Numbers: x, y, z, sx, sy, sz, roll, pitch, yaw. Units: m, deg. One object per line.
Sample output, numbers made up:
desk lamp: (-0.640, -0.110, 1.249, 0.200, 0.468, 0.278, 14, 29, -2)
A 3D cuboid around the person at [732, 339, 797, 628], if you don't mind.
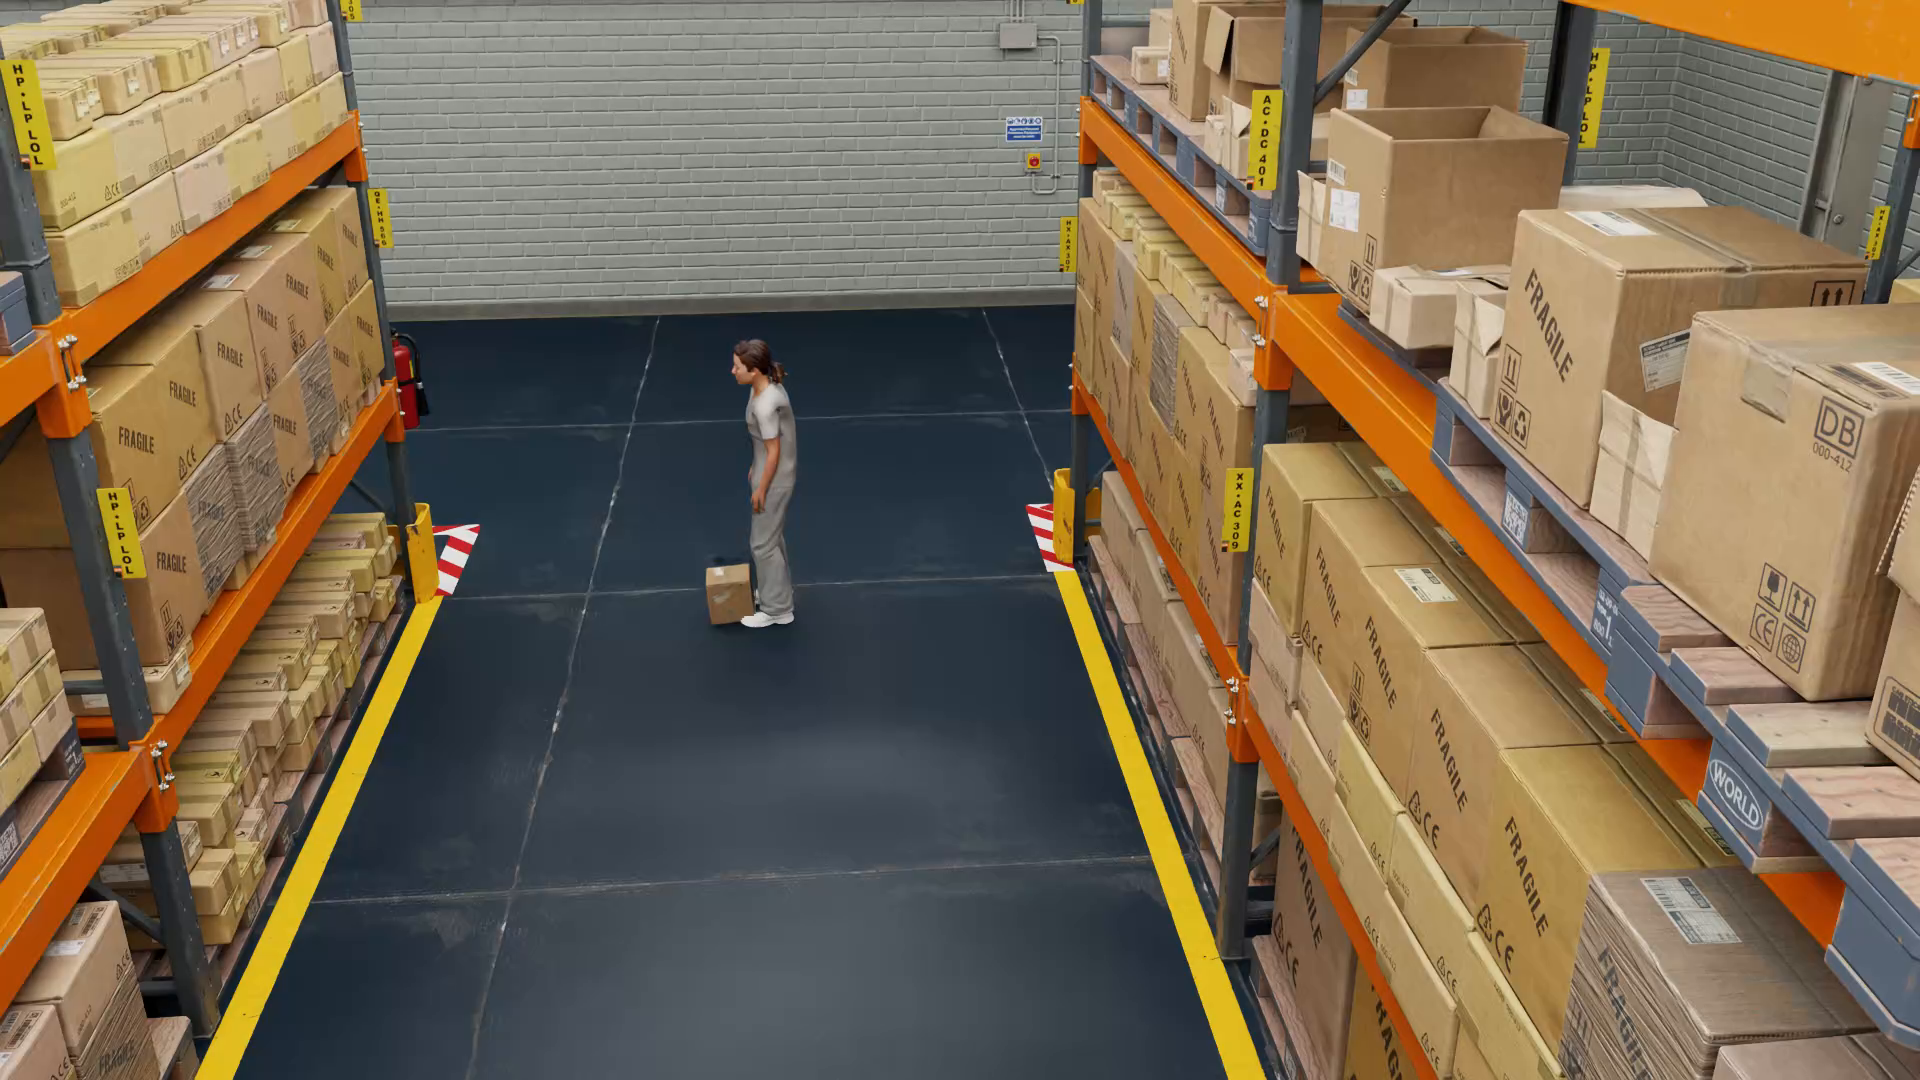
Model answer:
person: (-1.094, -0.330, 9.348, 0.367, 1.673, 0.485, -3, 24, -7)
